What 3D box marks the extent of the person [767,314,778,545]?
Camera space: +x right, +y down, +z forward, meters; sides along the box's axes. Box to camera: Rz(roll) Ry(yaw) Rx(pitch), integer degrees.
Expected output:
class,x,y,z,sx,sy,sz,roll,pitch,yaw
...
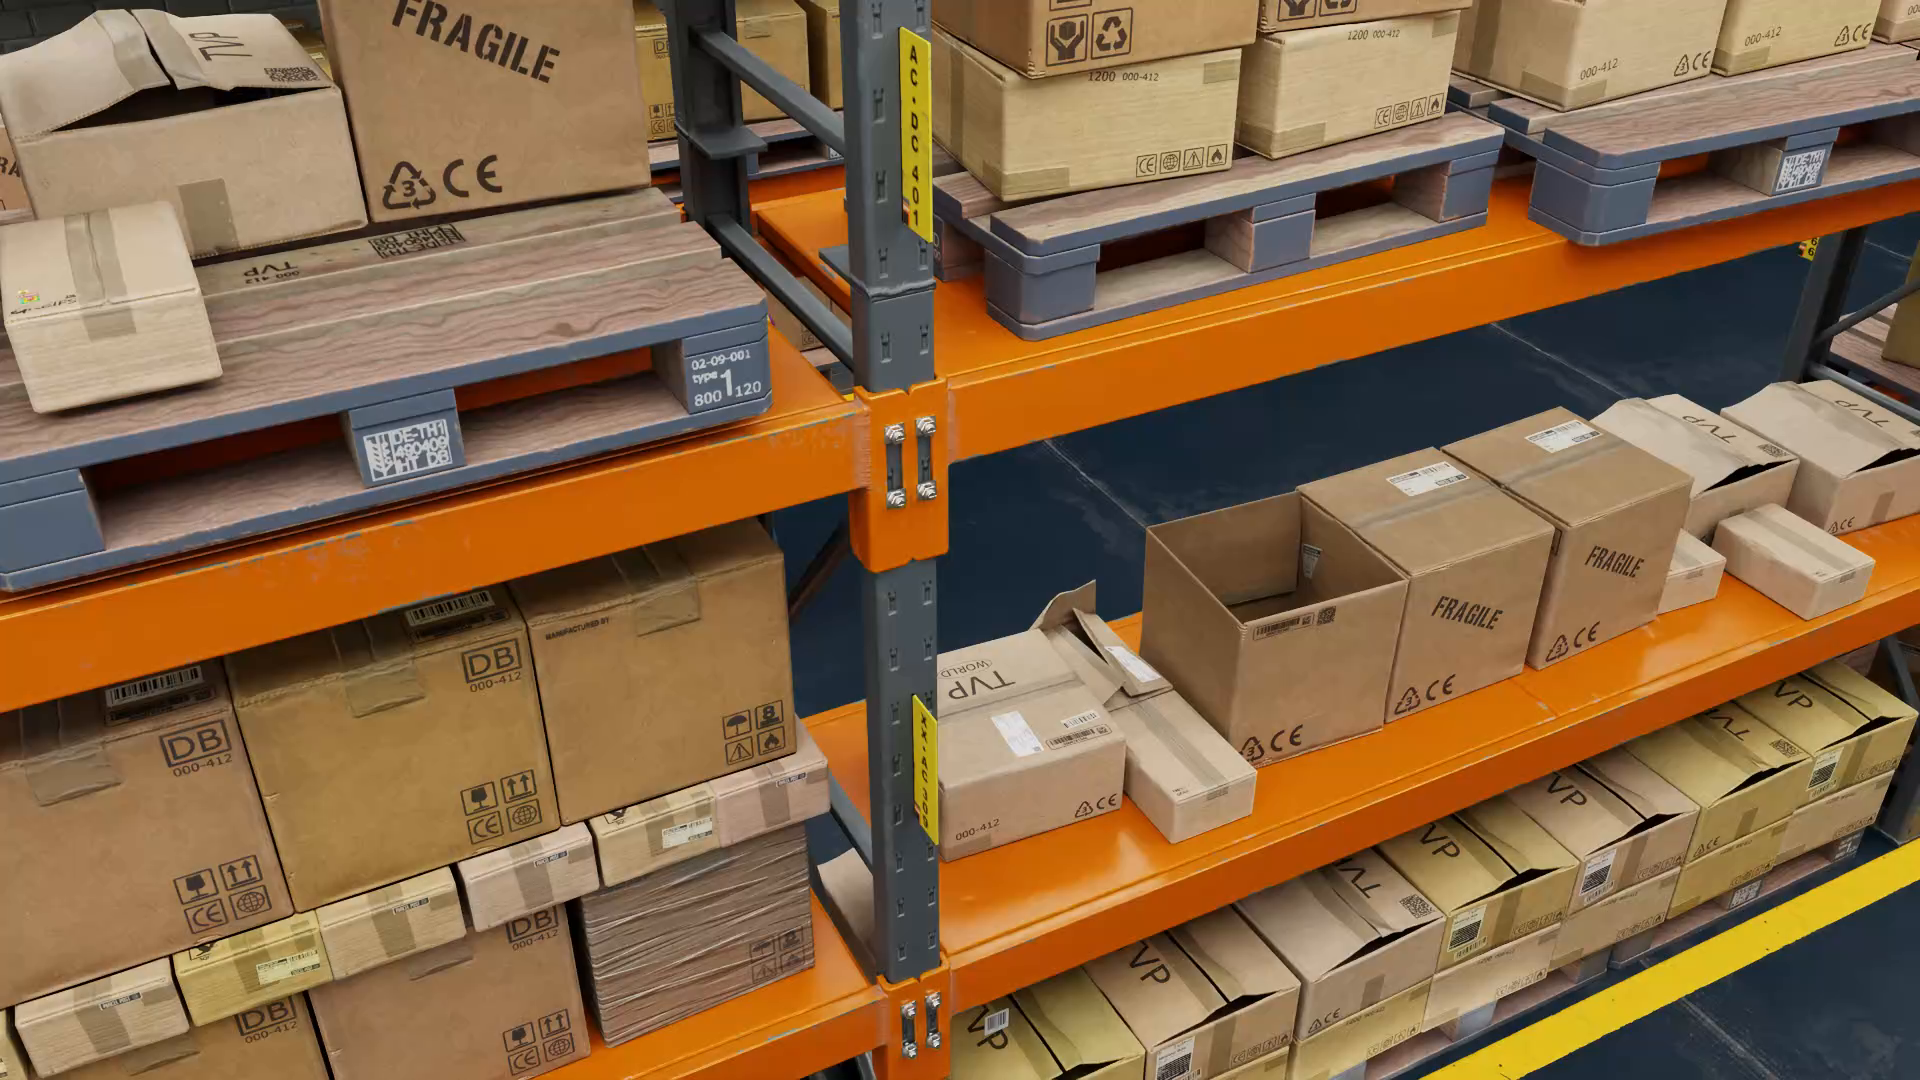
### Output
class,x,y,z,sx,sy,sz,roll,pitch,yaw
person,-0.984,-0.386,6.716,0.586,1.766,0.419,-16,36,-23
